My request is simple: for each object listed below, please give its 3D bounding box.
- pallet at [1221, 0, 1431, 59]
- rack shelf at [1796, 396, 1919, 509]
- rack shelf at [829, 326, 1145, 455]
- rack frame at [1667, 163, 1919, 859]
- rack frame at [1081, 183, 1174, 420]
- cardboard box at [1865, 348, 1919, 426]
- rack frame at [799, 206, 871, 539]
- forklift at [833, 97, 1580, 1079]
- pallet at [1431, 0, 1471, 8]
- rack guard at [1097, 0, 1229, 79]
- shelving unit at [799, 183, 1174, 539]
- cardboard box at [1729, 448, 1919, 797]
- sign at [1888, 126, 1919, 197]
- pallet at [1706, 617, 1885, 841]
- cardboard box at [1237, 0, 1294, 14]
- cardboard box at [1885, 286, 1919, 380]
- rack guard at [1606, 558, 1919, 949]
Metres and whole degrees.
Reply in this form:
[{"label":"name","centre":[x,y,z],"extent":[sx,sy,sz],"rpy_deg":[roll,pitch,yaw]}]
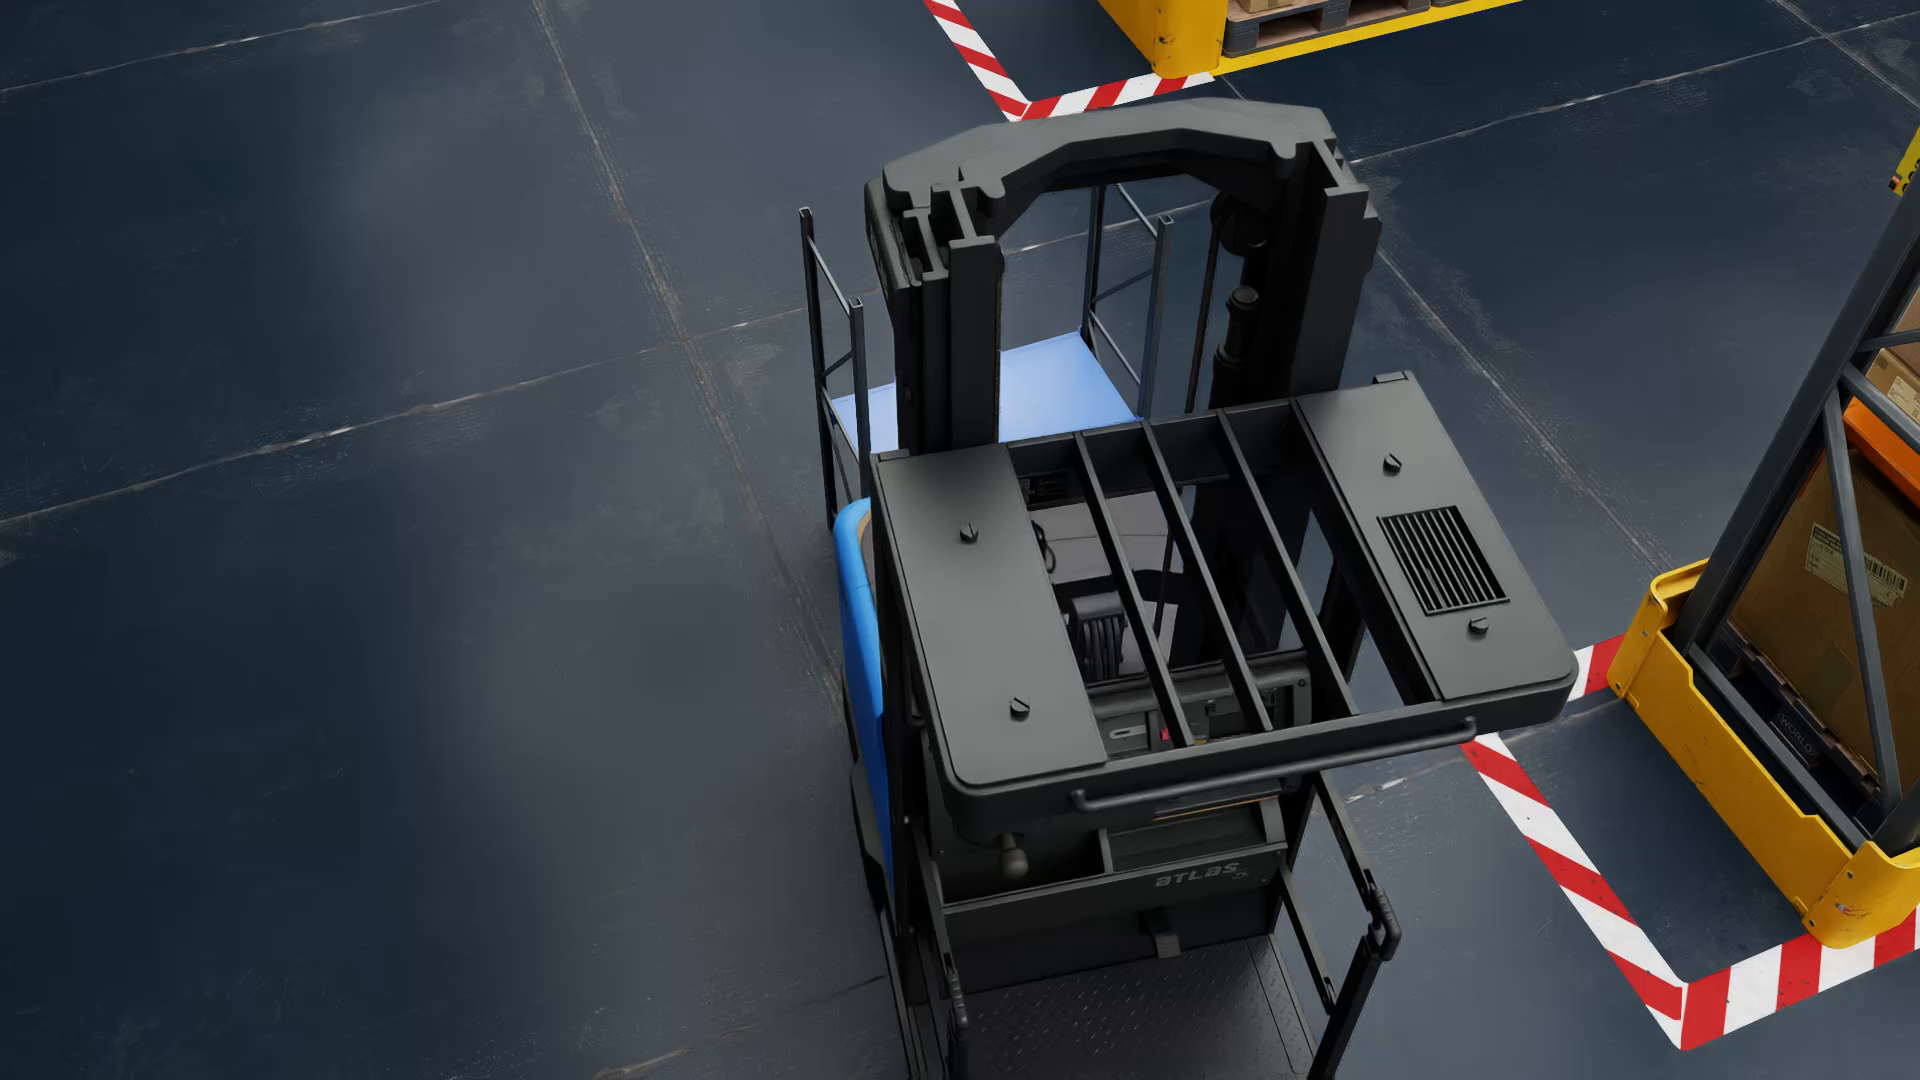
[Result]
[{"label":"pallet","centre":[1.702,-2.993,8.681],"extent":[1.213,0.211,1.003],"rpy_deg":[-17,52,-14]},{"label":"rack shelf","centre":[4.500,-0.498,5.175],"extent":[4.000,0.370,1.077],"rpy_deg":[-17,52,-14]},{"label":"rack shelf","centre":[0.079,-0.396,5.839],"extent":[1.000,0.185,0.538],"rpy_deg":[-17,52,-14]},{"label":"rack frame","centre":[2.648,-0.159,4.409],"extent":[0.127,3.000,1.000],"rpy_deg":[-17,52,-14]},{"label":"rack frame","centre":[0.550,-0.659,5.827],"extent":[0.032,1.500,0.500],"rpy_deg":[-17,52,-14]},{"label":"cardboard box","centre":[2.853,-0.410,4.791],"extent":[0.250,0.149,0.380],"rpy_deg":[-16,51,-14]},{"label":"rack frame","centre":[-0.392,-0.367,5.577],"extent":[0.032,1.500,0.500],"rpy_deg":[-17,52,-14]},{"label":"forklift","centre":[0.421,0.649,3.761],"extent":[1.130,2.935,3.031],"rpy_deg":[-9,50,-8]},{"label":"pallet","centre":[2.830,-3.340,8.979],"extent":[1.213,0.211,1.003],"rpy_deg":[-17,52,-14]},{"label":"rack guard","centre":[0.937,-2.879,8.393],"extent":[0.348,0.500,1.175],"rpy_deg":[-17,52,-14]},{"label":"shelving unit","centre":[0.079,-0.513,5.702],"extent":[1.048,1.500,0.538],"rpy_deg":[-17,52,-14]},{"label":"cardboard box","centre":[3.210,0.157,5.262],"extent":[0.875,0.875,0.875],"rpy_deg":[-17,52,-14]},{"label":"sign","centre":[2.456,-0.998,4.211],"extent":[0.005,0.325,0.100],"rpy_deg":[-17,52,-14]},{"label":"pallet","centre":[3.359,0.465,5.711],"extent":[1.213,0.211,1.003],"rpy_deg":[-17,52,-14]},{"label":"cardboard box","centre":[1.472,-2.805,8.284],"extent":[0.250,0.149,0.380],"rpy_deg":[-16,51,-14]},{"label":"cardboard box","centre":[2.996,-0.532,4.633],"extent":[0.500,0.250,0.500],"rpy_deg":[-18,52,-15]},{"label":"rack guard","centre":[2.626,0.662,5.352],"extent":[0.348,0.500,1.175],"rpy_deg":[-17,52,-14]}]
